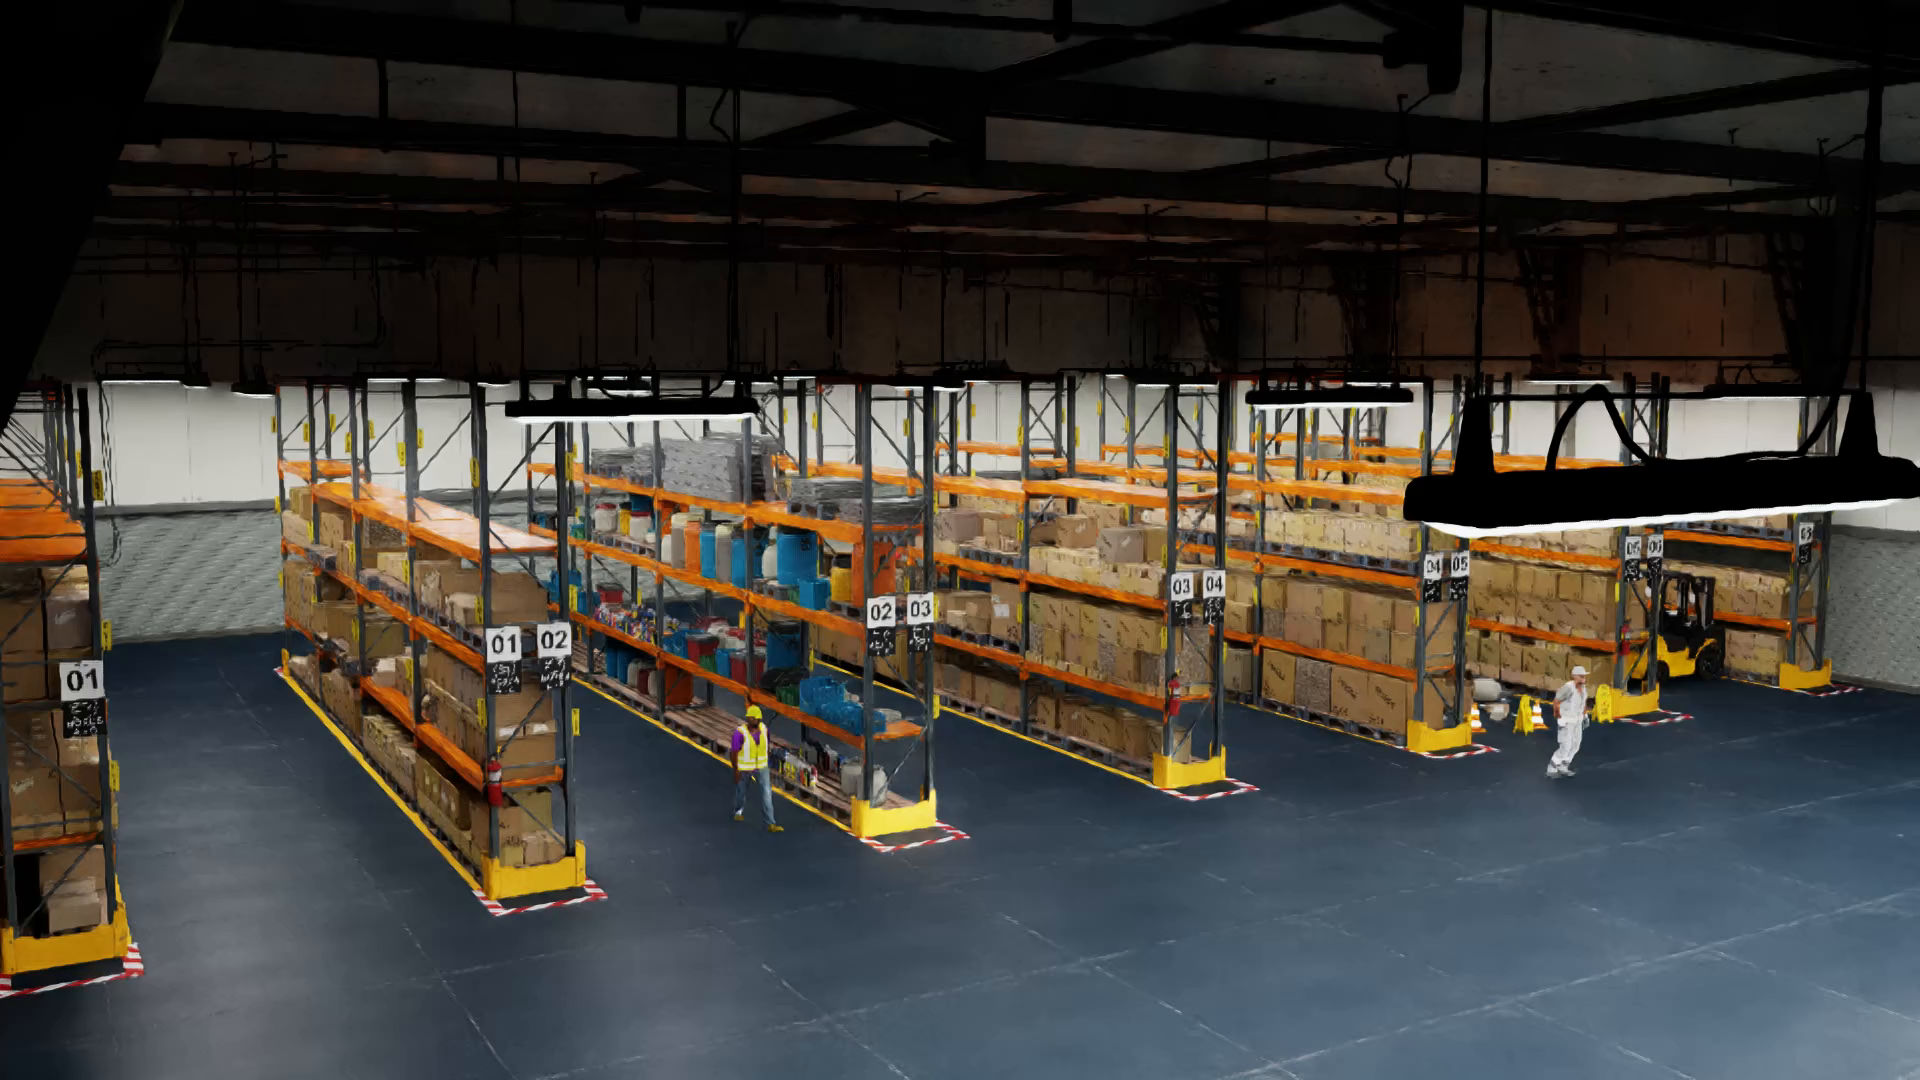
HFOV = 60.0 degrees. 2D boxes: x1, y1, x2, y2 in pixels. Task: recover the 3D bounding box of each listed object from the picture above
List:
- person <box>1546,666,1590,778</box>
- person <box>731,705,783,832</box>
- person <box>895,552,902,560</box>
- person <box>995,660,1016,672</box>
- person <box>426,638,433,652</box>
[{"bbox_3d":[9.213,2.737,25.041,0.677,1.740,0.517,-4,7,-31],"label":"person"},{"bbox_3d":[-2.785,3.042,22.317,0.577,1.691,1.121,-3,7,-27],"label":"person"},{"bbox_3d":[-1.507,1.128,39.670,0.550,1.709,1.128,-4,7,-32],"label":"person"},{"bbox_3d":[0.981,1.870,33.474,0.592,1.629,0.526,-4,7,-32],"label":"person"},{"bbox_3d":[-11.108,1.567,35.332,0.480,1.781,0.669,-1,6,-7],"label":"person"}]
